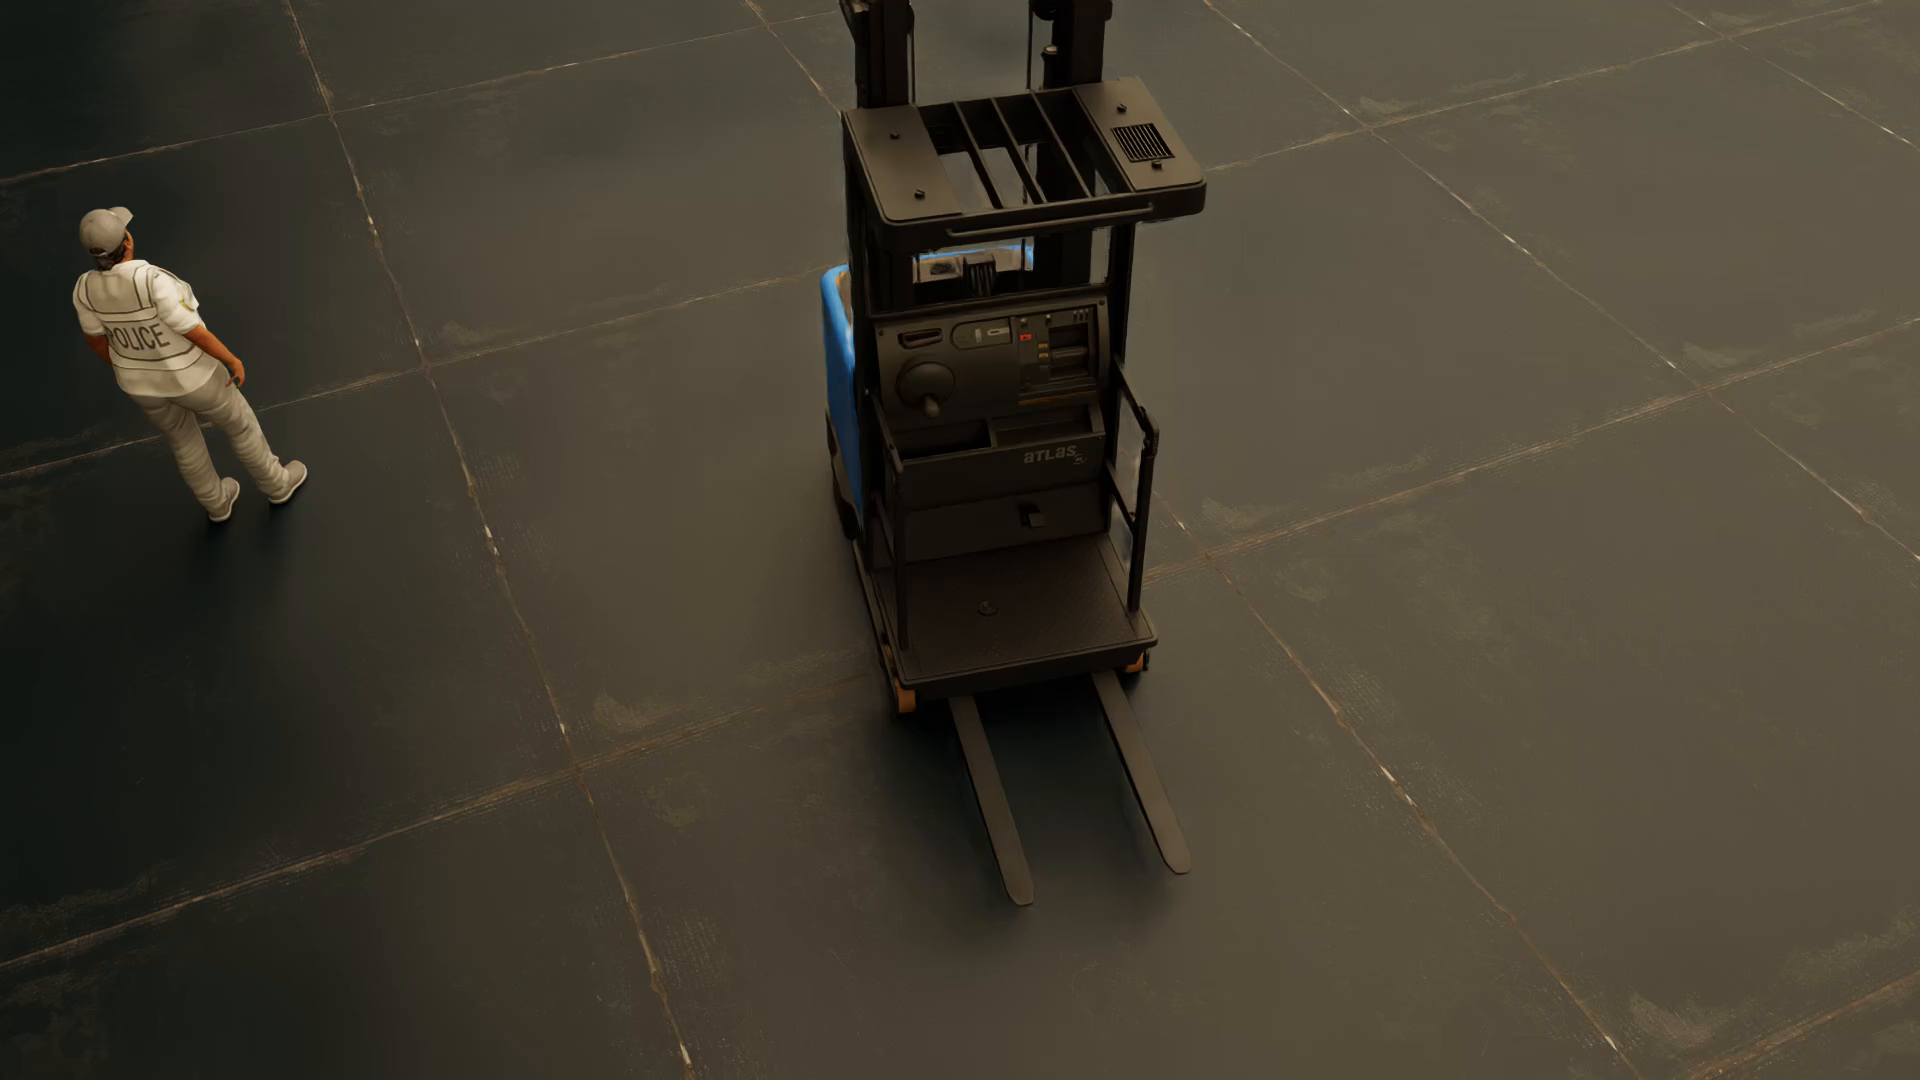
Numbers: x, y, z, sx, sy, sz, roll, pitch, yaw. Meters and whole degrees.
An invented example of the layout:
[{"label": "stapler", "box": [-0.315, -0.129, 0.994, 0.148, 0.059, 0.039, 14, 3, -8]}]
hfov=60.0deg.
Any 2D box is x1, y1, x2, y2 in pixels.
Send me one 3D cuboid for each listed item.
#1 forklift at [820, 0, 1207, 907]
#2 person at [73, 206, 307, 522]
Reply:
[{"label": "forklift", "box": [0.184, -0.628, 6.353, 1.130, 2.935, 3.031, -9, 44, -10]}, {"label": "person", "box": [-3.494, -0.795, 7.452, 0.586, 1.673, 0.530, 1, 43, 1]}]
